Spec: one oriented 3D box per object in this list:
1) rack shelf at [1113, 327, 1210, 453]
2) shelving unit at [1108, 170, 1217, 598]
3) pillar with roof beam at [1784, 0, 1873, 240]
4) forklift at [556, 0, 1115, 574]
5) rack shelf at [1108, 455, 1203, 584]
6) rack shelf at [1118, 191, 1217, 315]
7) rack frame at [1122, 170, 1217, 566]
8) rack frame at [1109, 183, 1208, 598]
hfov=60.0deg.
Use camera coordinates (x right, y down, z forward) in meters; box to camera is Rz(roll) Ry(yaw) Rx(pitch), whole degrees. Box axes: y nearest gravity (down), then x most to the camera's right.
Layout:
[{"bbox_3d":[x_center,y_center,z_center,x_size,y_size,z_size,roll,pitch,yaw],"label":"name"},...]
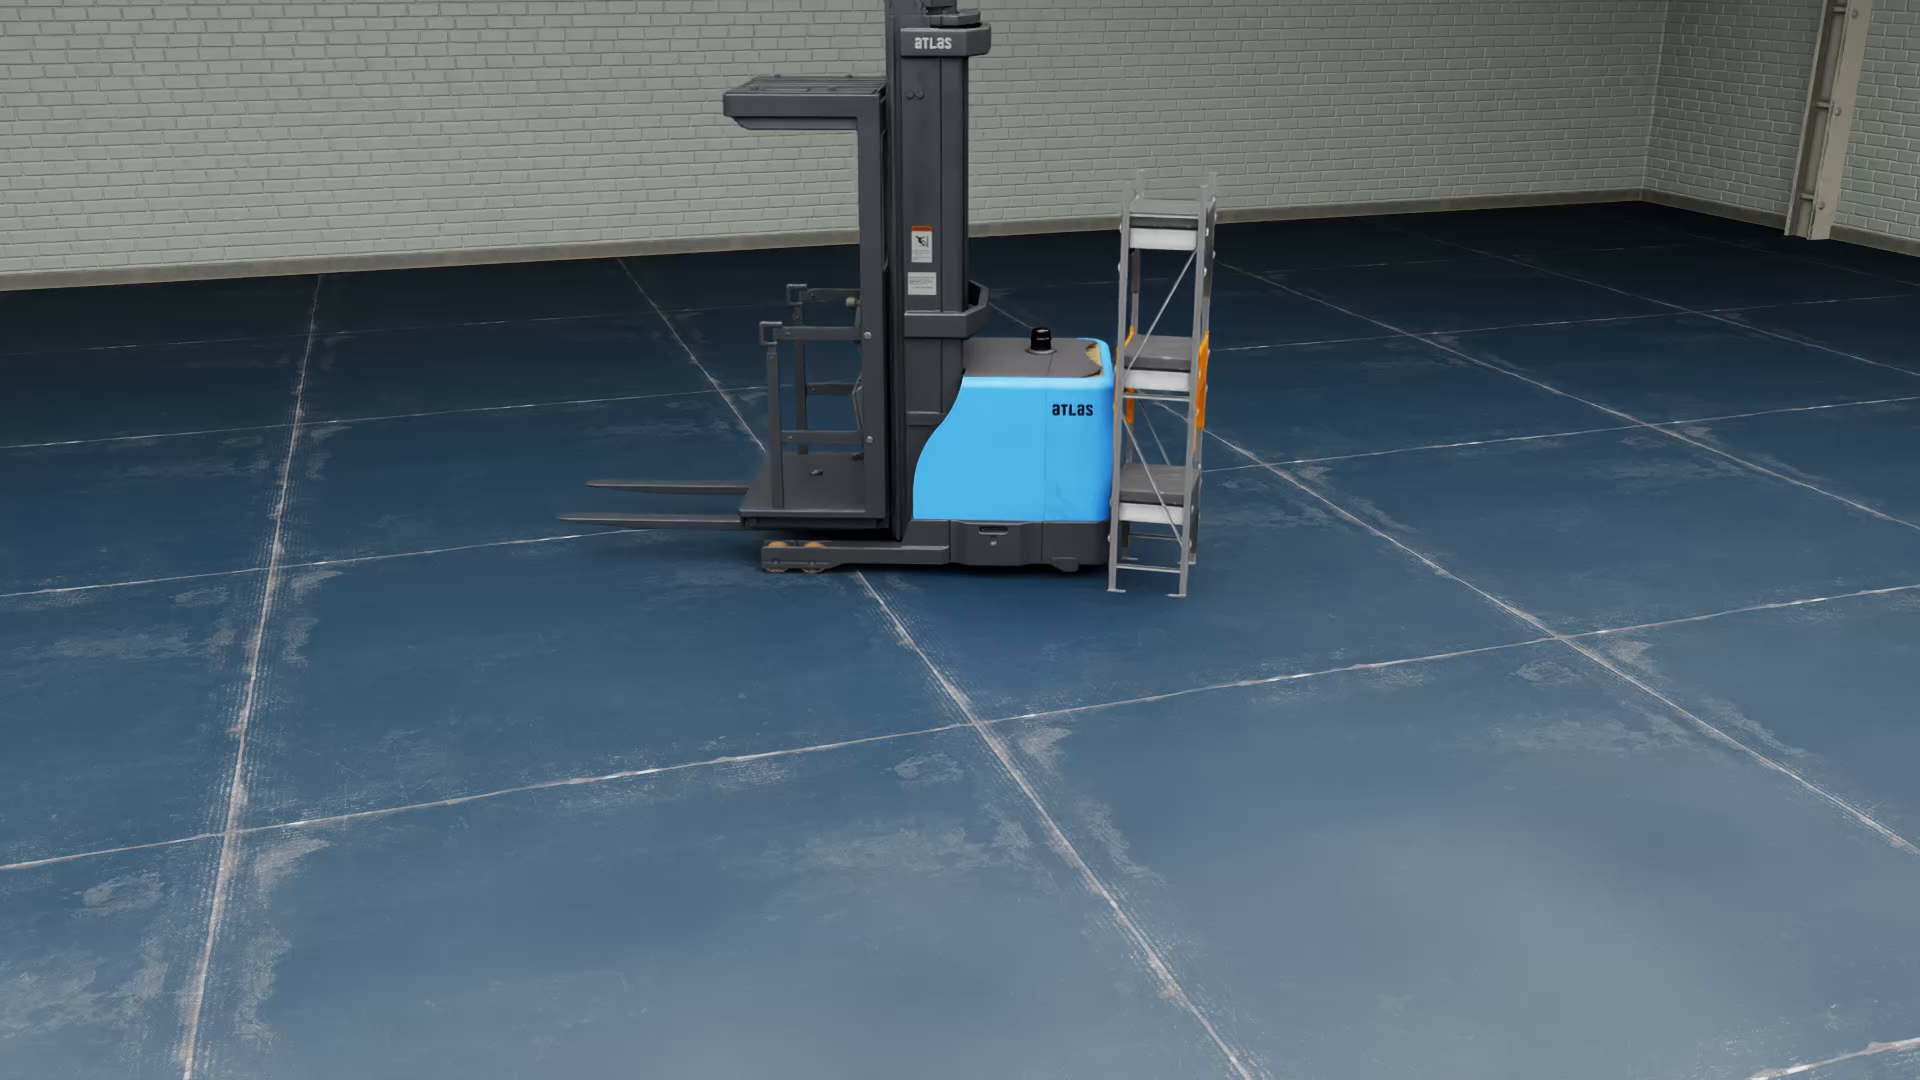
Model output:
[{"bbox_3d":[1.031,-0.773,8.501,0.431,0.518,0.480,5,20,12],"label":"rack shelf"},{"bbox_3d":[1.031,-0.786,8.496,0.431,2.100,0.503,5,20,12],"label":"shelving unit"},{"bbox_3d":[5.666,-7.271,16.348,9.100,9.000,0.400,-6,21,-17],"label":"pillar with roof beam"},{"bbox_3d":[-0.679,-1.376,8.912,3.031,2.935,1.130,1,20,2],"label":"forklift"},{"bbox_3d":[1.028,-0.115,8.738,0.431,0.518,0.480,5,20,12],"label":"rack shelf"},{"bbox_3d":[1.033,-1.432,8.264,0.431,0.518,0.480,5,20,12],"label":"rack shelf"},{"bbox_3d":[1.087,-0.866,8.720,0.400,2.100,0.015,5,20,12],"label":"rack frame"},{"bbox_3d":[0.975,-0.706,8.273,0.400,2.100,0.015,5,20,12],"label":"rack frame"}]
